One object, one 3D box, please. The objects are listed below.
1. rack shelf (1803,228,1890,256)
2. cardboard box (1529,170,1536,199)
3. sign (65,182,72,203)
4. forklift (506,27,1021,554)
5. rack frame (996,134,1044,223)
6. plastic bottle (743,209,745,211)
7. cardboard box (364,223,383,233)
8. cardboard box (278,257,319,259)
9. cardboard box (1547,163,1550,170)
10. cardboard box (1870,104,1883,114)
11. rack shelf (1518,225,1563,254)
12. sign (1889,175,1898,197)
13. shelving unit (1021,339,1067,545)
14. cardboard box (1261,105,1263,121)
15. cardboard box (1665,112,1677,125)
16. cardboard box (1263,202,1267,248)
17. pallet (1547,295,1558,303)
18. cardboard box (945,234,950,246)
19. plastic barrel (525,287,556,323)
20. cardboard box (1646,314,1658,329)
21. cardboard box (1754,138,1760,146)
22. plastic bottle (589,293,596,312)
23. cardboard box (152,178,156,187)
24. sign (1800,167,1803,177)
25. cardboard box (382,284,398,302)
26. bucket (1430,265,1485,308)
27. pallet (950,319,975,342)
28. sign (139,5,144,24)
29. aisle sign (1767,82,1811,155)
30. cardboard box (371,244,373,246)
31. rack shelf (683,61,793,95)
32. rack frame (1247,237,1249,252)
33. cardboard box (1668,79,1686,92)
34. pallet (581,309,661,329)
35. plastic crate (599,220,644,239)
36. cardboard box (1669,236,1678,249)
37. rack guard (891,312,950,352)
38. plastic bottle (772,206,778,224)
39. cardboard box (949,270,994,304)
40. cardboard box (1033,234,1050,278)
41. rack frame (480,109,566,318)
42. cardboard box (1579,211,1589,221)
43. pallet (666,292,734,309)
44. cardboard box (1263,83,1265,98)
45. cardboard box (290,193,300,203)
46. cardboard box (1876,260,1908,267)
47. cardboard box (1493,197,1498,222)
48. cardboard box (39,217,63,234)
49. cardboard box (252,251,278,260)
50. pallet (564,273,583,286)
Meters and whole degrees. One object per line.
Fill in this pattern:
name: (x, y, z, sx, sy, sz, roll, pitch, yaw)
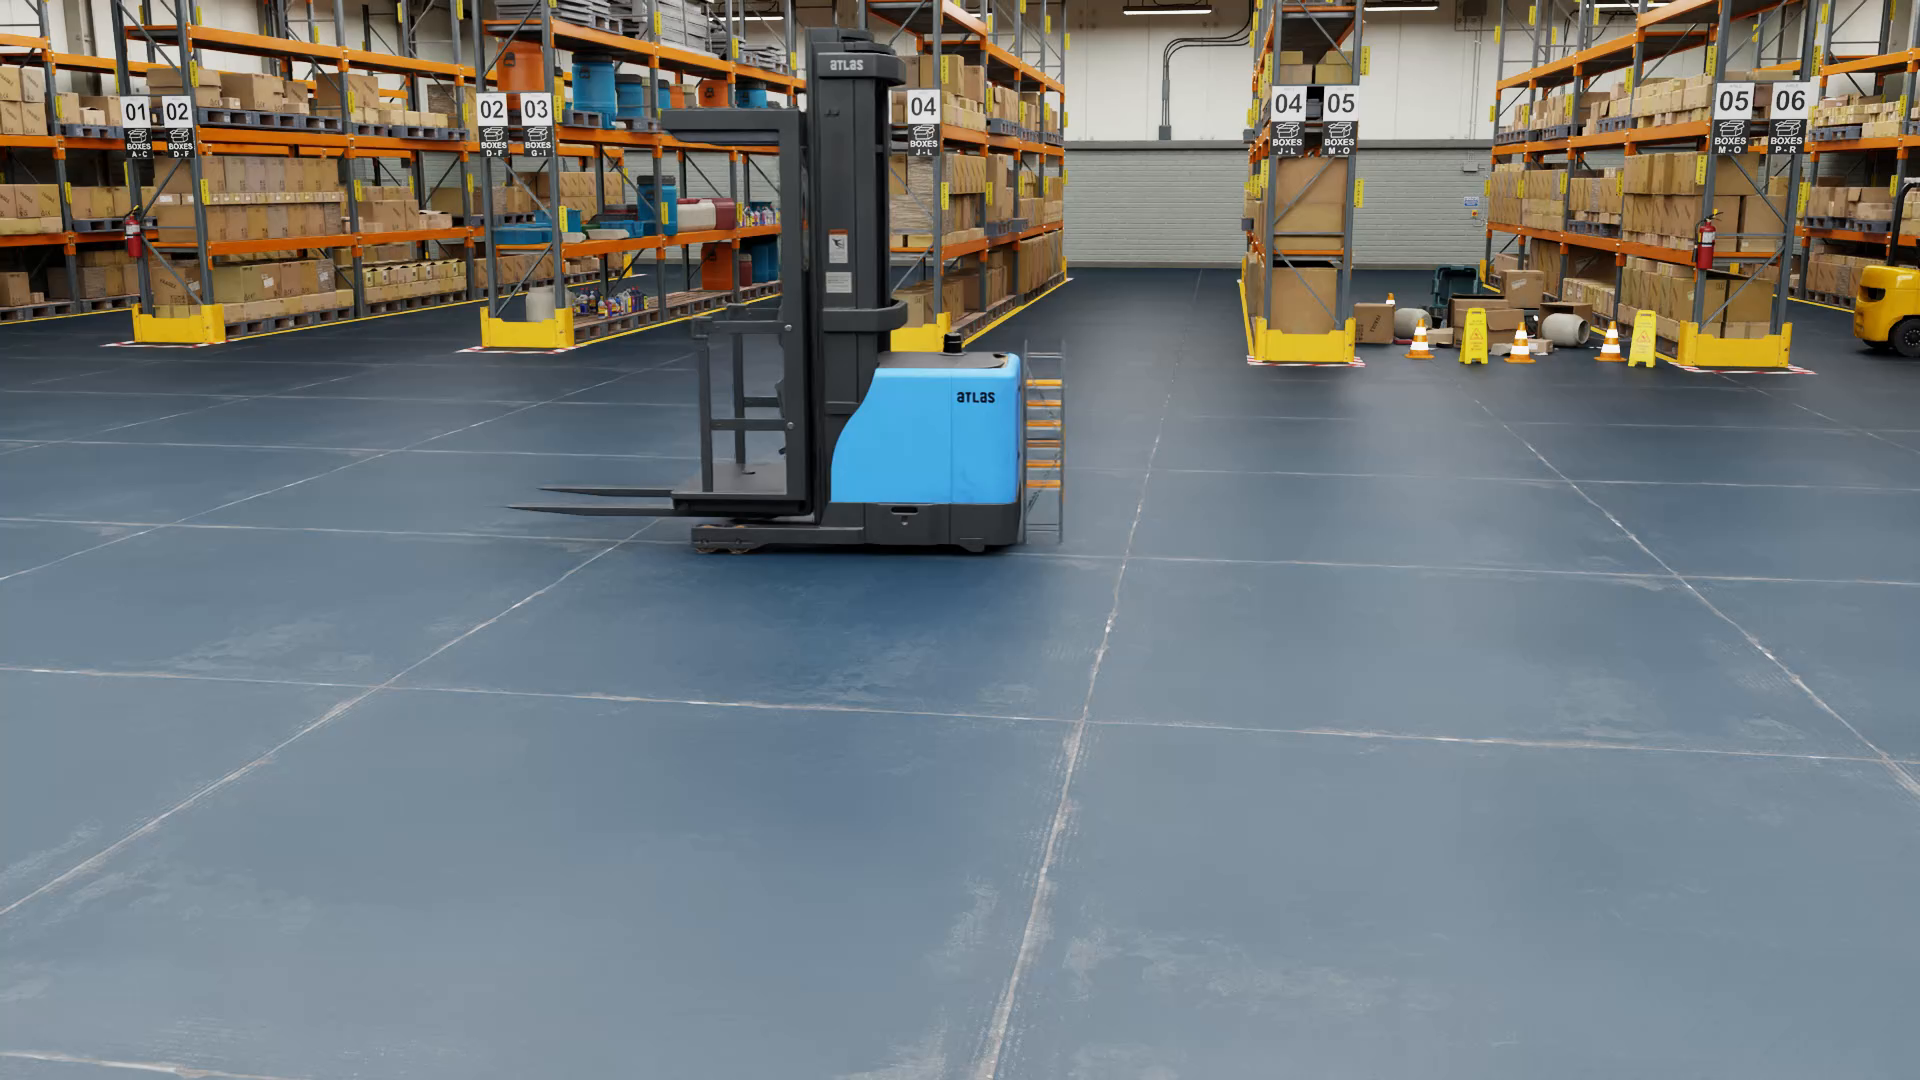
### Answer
rack shelf: (15.507, -5.081, 28.156, 1.077, 0.370, 4.000, 2, 12, 9)
cardboard box: (10.507, -6.357, 29.761, 0.500, 0.500, 0.500, 2, 12, 8)
sign: (-14.259, -5.553, 26.586, 0.100, 0.325, 0.005, 2, 12, 9)
forklift: (-1.157, -1.461, 9.816, 3.031, 2.935, 1.130, 1, 12, 4)
rack frame: (1.118, -6.330, 32.244, 1.000, 3.000, 0.127, 2, 12, 9)
plastic bottle: (-4.254, -6.371, 32.711, 0.061, 0.283, 0.133, 2, 12, 9)
cardboard box: (-9.562, -5.041, 26.862, 0.380, 0.149, 0.250, 2, 12, 9)
cardboard box: (-10.281, -4.128, 25.776, 0.500, 0.500, 0.500, 2, 12, 9)
cardboard box: (11.236, -7.029, 31.340, 0.380, 0.149, 0.250, 2, 12, 8)
cardboard box: (15.123, -7.048, 27.160, 0.380, 0.149, 0.250, 2, 12, 7)
rack shelf: (10.602, -5.241, 28.898, 1.077, 0.370, 4.000, 2, 12, 9)
sign: (14.662, -5.559, 26.107, 0.100, 0.325, 0.005, 2, 12, 9)
shelving unit: (0.494, -0.578, 9.829, 0.258, 1.200, 0.189, 0, 12, 2)
cardboard box: (5.059, -6.849, 26.510, 0.500, 0.311, 0.500, 2, 12, 9)
cardboard box: (9.035, -5.259, 20.751, 0.380, 0.149, 0.250, 2, 12, 8)
cardboard box: (4.233, -3.917, 20.694, 0.875, 0.550, 0.550, 2, 12, 9)
pallet: (10.490, -3.975, 27.935, 1.003, 0.211, 1.213, 2, 12, 9)
cardboard box: (-0.338, -3.864, 21.397, 0.380, 0.149, 0.250, 2, 12, 9)
plastic barrel: (-5.596, -3.121, 22.263, 0.421, 0.512, 0.421, 0, 12, 0)
cardboard box: (9.085, -2.765, 21.236, 0.500, 0.250, 0.500, 1, 12, 7)
cardboard box: (16.151, -7.966, 33.313, 0.380, 0.149, 0.250, 2, 12, 10)
plastic bottle: (-5.444, -3.518, 24.627, 0.097, 0.271, 0.097, 0, 12, 0)
cardboard box: (-14.239, -6.419, 29.839, 0.380, 0.149, 0.250, 0, 12, -1)
sign: (16.975, -7.380, 33.617, 0.100, 0.325, 0.005, 2, 12, 9)
cardboard box: (-9.514, -4.030, 27.101, 0.500, 0.250, 0.500, 2, 12, 10)
bucket: (7.030, -3.522, 23.380, 0.726, 0.611, 0.620, 7, 4, 28)
pallet: (-0.366, -2.906, 22.975, 1.003, 0.211, 1.213, 2, 12, 9)
sign: (-14.730, -9.462, 29.948, 0.100, 0.325, 0.005, 2, 12, 9)
aisle sign: (9.361, -4.759, 18.783, 0.394, 0.787, 0.004, 2, 12, 9)
cardboard box: (-13.292, -6.617, 36.976, 0.380, 0.149, 0.250, 2, 12, 9)
rack shelf: (-4.084, -8.459, 30.543, 1.077, 0.370, 4.000, 2, 12, 9)
rack frame: (6.618, -6.981, 35.265, 1.000, 3.000, 0.127, 2, 12, 9)
cardboard box: (9.027, -5.644, 20.647, 0.380, 0.149, 0.250, 2, 12, 10)
pallet: (-5.151, -3.323, 24.913, 1.003, 0.211, 1.213, 2, 12, 9)
plastic crate: (-4.909, -4.513, 24.168, 0.499, 0.251, 0.616, 2, 12, 9)
cardboard box: (8.910, -3.636, 20.342, 0.380, 0.149, 0.250, 2, 12, 10)
rack guard: (-0.716, -2.626, 20.990, 1.175, 0.500, 0.348, 2, 12, 9)
plastic bottle: (-3.594, -6.264, 32.057, 0.144, 0.351, 0.185, 2, 12, 9)
cardboard box: (0.181, -4.000, 26.322, 0.700, 0.500, 0.500, 1, 12, 4)
cardboard box: (1.298, -5.631, 33.050, 0.875, 0.875, 0.875, 2, 12, 9)
rack frame: (-5.622, -3.992, 21.398, 1.000, 3.000, 0.127, 2, 12, 9)
cardboard box: (9.834, -5.027, 25.799, 0.380, 0.149, 0.250, 2, 12, 9)
pallet: (-4.549, -4.134, 28.677, 1.003, 0.211, 1.213, 2, 12, 9)
cardboard box: (4.345, -6.077, 22.370, 0.500, 0.250, 0.500, 2, 12, 8)
cardboard box: (-9.928, -5.024, 24.410, 0.380, 0.149, 0.250, 2, 12, 10)
cardboard box: (15.025, -4.427, 26.814, 0.380, 0.149, 0.250, 1, 12, 6)
cardboard box: (11.117, -6.693, 33.694, 0.500, 0.500, 0.500, 2, 12, 8)
cardboard box: (-14.569, -4.974, 26.262, 0.500, 0.250, 0.500, 2, 12, 9)
cardboard box: (-13.797, -5.464, 32.333, 0.750, 0.750, 0.750, 2, 12, 8)
pallet: (-8.564, -5.431, 34.694, 1.003, 0.211, 1.213, 2, 12, 9)
